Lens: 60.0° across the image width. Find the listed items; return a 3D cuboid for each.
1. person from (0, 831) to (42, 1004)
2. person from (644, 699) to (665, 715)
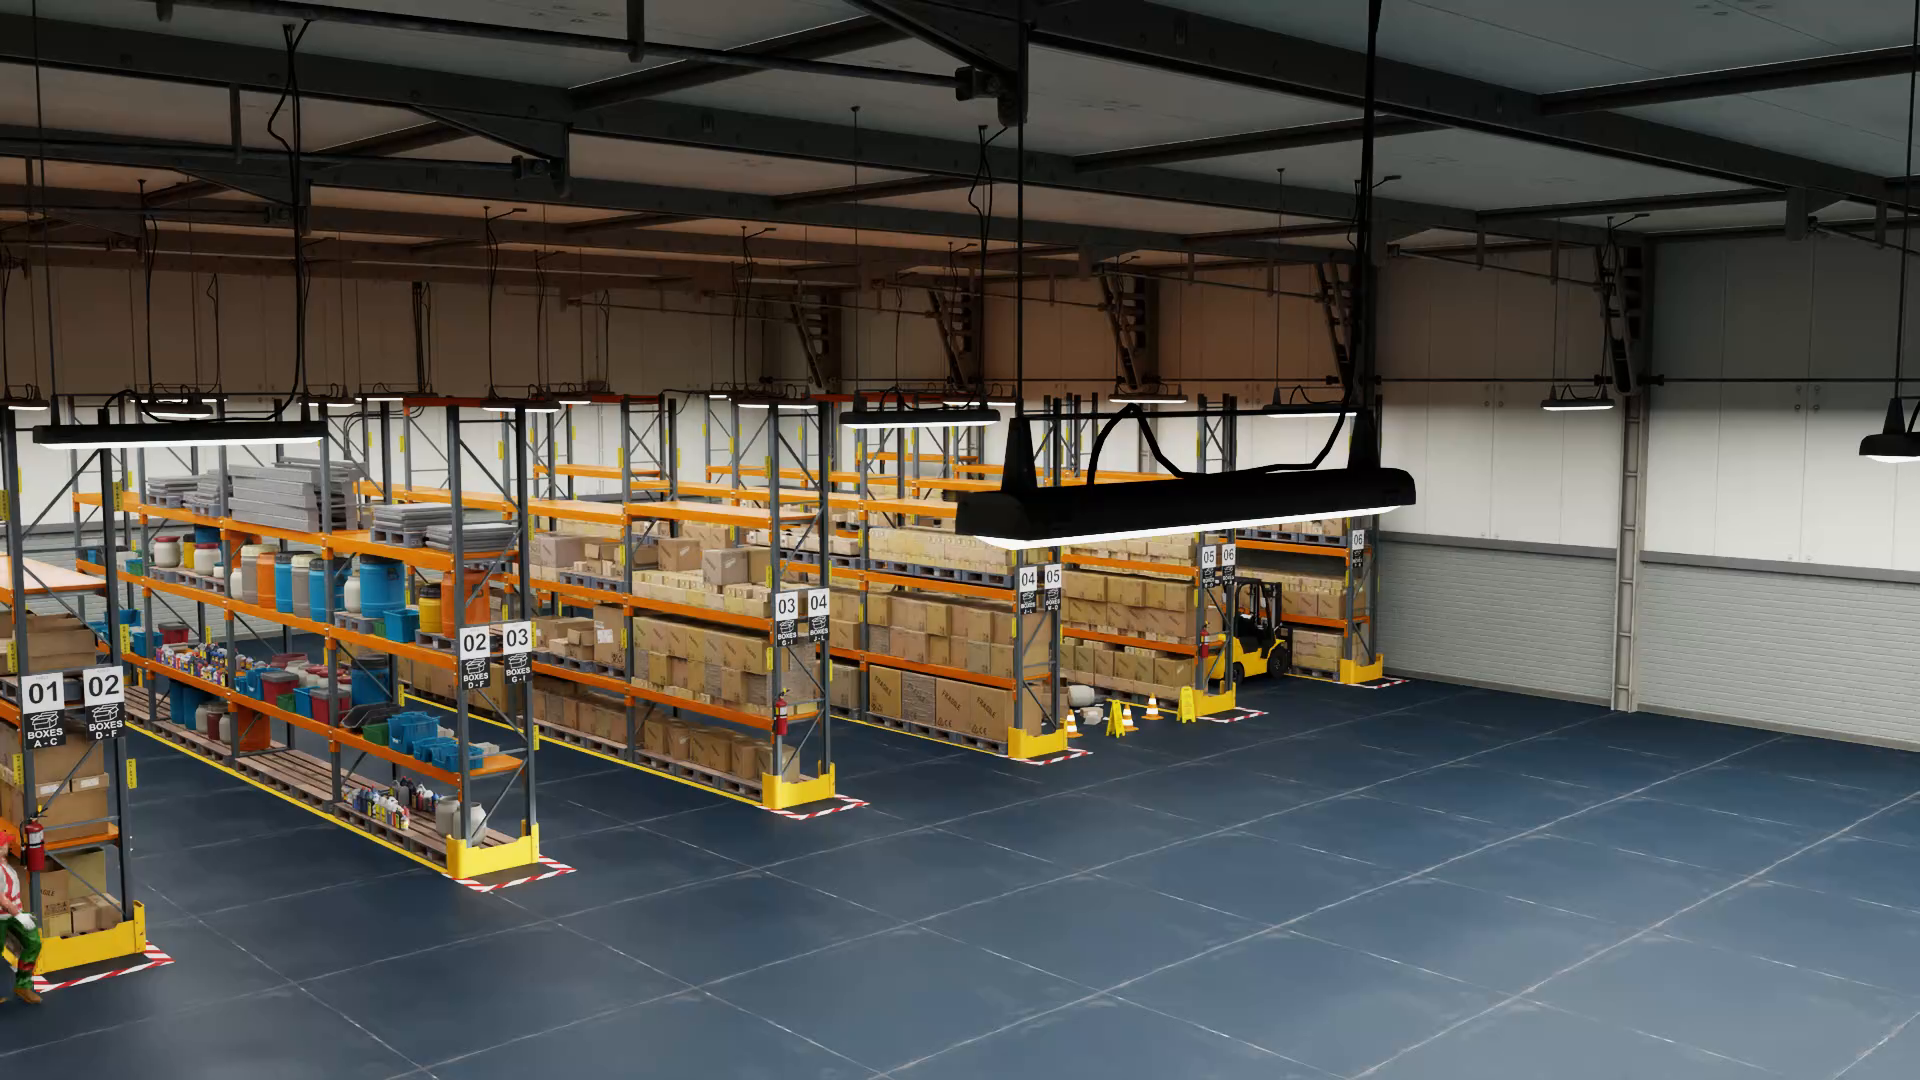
[{"bbox_3d":[-9.588,3.818,16.749,0.644,1.815,0.510,1,6,7],"label":"person"},{"bbox_3d":[-5.796,2.430,31.392,0.440,1.775,0.620,0,6,-4],"label":"person"}]
